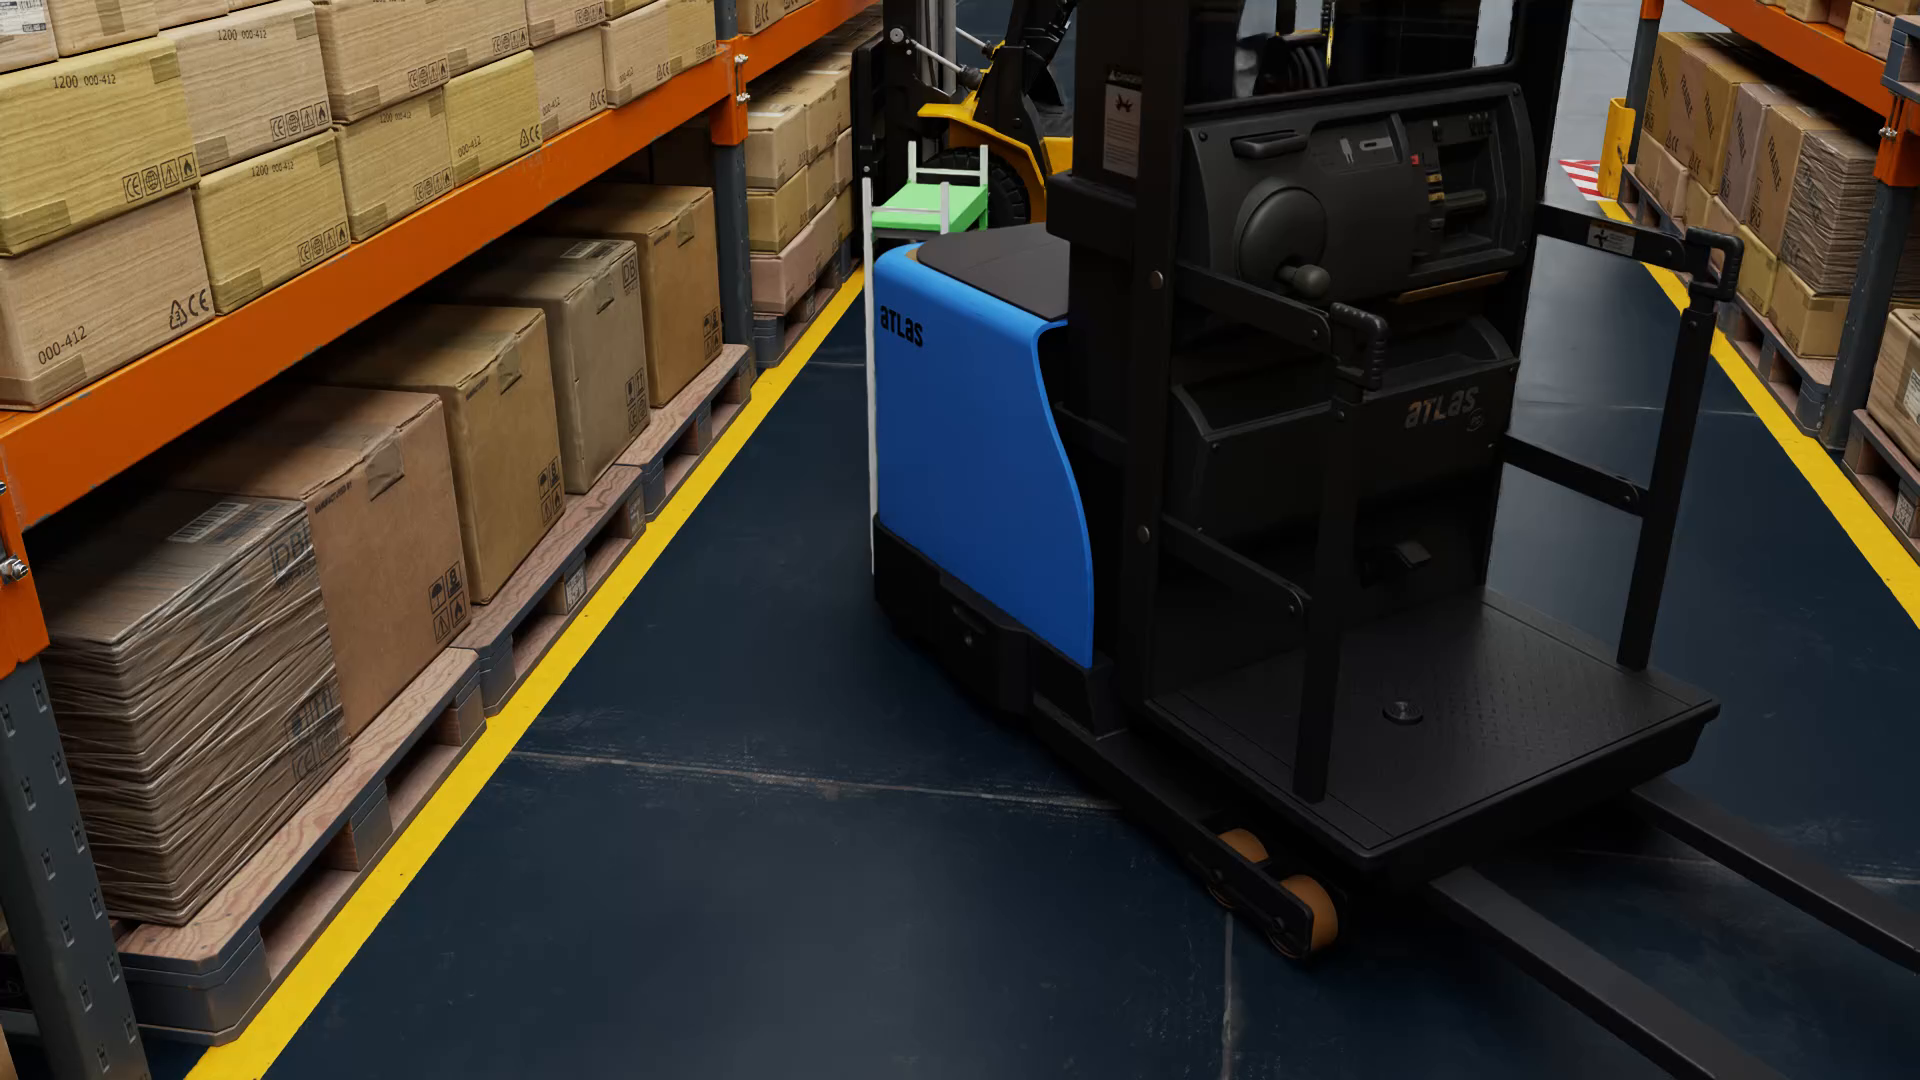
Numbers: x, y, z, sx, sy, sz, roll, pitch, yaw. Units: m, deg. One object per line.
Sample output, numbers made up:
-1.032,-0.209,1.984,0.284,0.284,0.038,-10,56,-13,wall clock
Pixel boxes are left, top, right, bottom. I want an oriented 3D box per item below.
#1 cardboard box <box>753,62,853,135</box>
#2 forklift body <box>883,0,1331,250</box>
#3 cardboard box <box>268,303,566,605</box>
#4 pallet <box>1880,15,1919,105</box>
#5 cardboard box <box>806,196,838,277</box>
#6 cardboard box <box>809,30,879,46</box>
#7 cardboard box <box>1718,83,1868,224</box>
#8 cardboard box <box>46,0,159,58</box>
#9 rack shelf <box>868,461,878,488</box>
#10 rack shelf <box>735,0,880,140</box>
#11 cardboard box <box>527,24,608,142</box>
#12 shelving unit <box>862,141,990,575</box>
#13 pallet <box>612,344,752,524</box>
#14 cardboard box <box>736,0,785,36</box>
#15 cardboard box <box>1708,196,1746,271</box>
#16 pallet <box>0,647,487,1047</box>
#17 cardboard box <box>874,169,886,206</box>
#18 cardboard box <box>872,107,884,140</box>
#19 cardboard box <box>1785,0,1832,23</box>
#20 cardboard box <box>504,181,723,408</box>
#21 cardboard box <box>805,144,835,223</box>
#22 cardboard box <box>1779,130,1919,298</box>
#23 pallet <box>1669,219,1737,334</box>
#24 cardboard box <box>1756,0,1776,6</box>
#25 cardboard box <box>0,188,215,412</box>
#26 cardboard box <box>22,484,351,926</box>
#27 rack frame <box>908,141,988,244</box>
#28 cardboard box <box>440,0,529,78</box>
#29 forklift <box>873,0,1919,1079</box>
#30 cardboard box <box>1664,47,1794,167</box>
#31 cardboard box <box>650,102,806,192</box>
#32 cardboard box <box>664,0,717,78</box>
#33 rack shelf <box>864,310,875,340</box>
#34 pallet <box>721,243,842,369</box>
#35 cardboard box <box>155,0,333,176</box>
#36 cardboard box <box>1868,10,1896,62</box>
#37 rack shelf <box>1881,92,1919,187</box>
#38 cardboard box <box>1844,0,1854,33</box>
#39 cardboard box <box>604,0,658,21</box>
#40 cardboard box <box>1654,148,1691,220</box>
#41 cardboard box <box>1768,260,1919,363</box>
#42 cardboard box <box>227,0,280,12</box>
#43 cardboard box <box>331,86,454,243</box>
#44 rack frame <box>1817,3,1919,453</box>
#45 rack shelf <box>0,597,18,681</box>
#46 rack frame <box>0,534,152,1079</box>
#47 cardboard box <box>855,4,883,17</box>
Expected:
-0.757,-2.005,7.564,0.500,0.250,0.500,5,26,10,cardboard box
0.835,-2.374,7.784,2.313,2.155,1.214,4,25,9,forklift body
-1.638,-0.262,4.577,0.875,0.625,0.625,3,25,6,cardboard box
3.320,-1.266,4.643,1.003,0.211,1.213,4,25,9,pallet
-0.835,-1.342,7.328,0.500,0.250,0.500,3,25,7,cardboard box
-0.573,-2.436,8.484,0.500,0.250,0.500,4,25,9,cardboard box
3.584,-1.639,7.077,0.500,0.500,0.500,5,26,11,cardboard box
-1.578,-0.895,2.742,0.380,0.149,0.250,5,25,10,cardboard box
-0.092,-0.256,5.098,0.258,0.148,0.480,6,26,12,rack shelf
-0.982,-2.515,7.934,1.077,0.370,4.000,4,25,9,rack shelf
-1.321,-1.292,4.648,0.500,0.250,0.500,4,25,9,cardboard box
-0.092,-0.531,4.969,0.258,1.200,0.503,6,26,12,shelving unit
-1.391,-0.431,5.922,1.003,0.211,1.213,4,25,9,pallet
-0.979,-2.218,6.331,0.500,0.500,0.500,3,25,7,cardboard box
3.585,-1.309,7.256,0.500,0.250,0.500,4,25,9,cardboard box
-1.790,0.590,3.742,1.003,0.211,1.213,4,25,9,pallet
-0.664,-1.769,8.240,0.500,0.250,0.500,5,26,10,cardboard box
-0.668,-1.988,8.118,0.500,0.250,0.500,4,25,8,cardboard box
3.503,-2.129,6.557,0.380,0.149,0.250,4,25,8,cardboard box
-1.383,-0.900,5.941,0.875,0.625,0.625,5,26,11,cardboard box
-0.845,-1.568,7.219,0.500,0.250,0.500,4,25,8,cardboard box
3.421,-1.213,6.167,0.500,0.500,0.500,4,25,8,cardboard box
3.861,-1.195,7.553,1.003,0.211,1.213,4,25,9,pallet
3.581,-2.344,7.017,0.380,0.149,0.250,4,25,9,cardboard box
-1.649,-0.433,2.813,0.500,0.250,0.500,4,25,9,cardboard box
-1.847,0.294,3.390,0.875,0.625,0.625,5,26,10,cardboard box
-0.036,-0.632,5.185,0.240,1.200,0.015,6,26,12,rack frame
-1.404,-1.301,4.079,0.500,0.250,0.500,4,25,9,cardboard box
0.968,-0.697,3.282,1.130,2.935,3.031,-15,29,-29,forklift
3.753,-2.073,8.003,0.500,0.500,0.500,3,25,7,cardboard box
-0.920,-1.583,6.662,0.500,0.250,0.500,4,25,8,cardboard box
-1.133,-1.708,5.537,0.500,0.250,0.500,5,25,10,cardboard box
-0.092,-0.691,4.895,0.258,0.148,0.480,6,26,12,rack shelf
-1.138,-1.072,7.290,1.003,0.211,1.213,4,25,9,pallet
-1.566,-0.868,3.154,0.500,0.250,0.500,5,26,10,cardboard box
3.340,-1.704,5.649,0.380,0.149,0.250,4,25,8,cardboard box
3.262,-0.500,3.629,1.077,0.370,4.000,4,25,9,rack shelf
3.494,-1.913,6.094,0.380,0.149,0.250,4,25,9,cardboard box
-1.214,-1.725,4.983,0.500,0.250,0.500,3,25,7,cardboard box
3.747,-1.749,8.196,0.500,0.250,0.500,5,26,10,cardboard box
3.420,-0.873,6.325,0.500,0.250,0.500,5,26,11,cardboard box
-1.531,-1.115,3.211,0.380,0.149,0.250,4,25,9,cardboard box
-1.485,-0.858,3.723,0.500,0.250,0.500,3,25,7,cardboard box
3.589,-1.662,5.263,1.000,3.000,0.127,4,25,9,rack frame
-2.290,0.830,0.786,1.077,0.370,4.000,4,25,9,rack shelf
-1.959,-0.332,2.420,0.949,2.616,0.053,4,25,9,rack frame
-0.423,-2.861,9.393,0.500,0.250,0.500,5,26,10,cardboard box
